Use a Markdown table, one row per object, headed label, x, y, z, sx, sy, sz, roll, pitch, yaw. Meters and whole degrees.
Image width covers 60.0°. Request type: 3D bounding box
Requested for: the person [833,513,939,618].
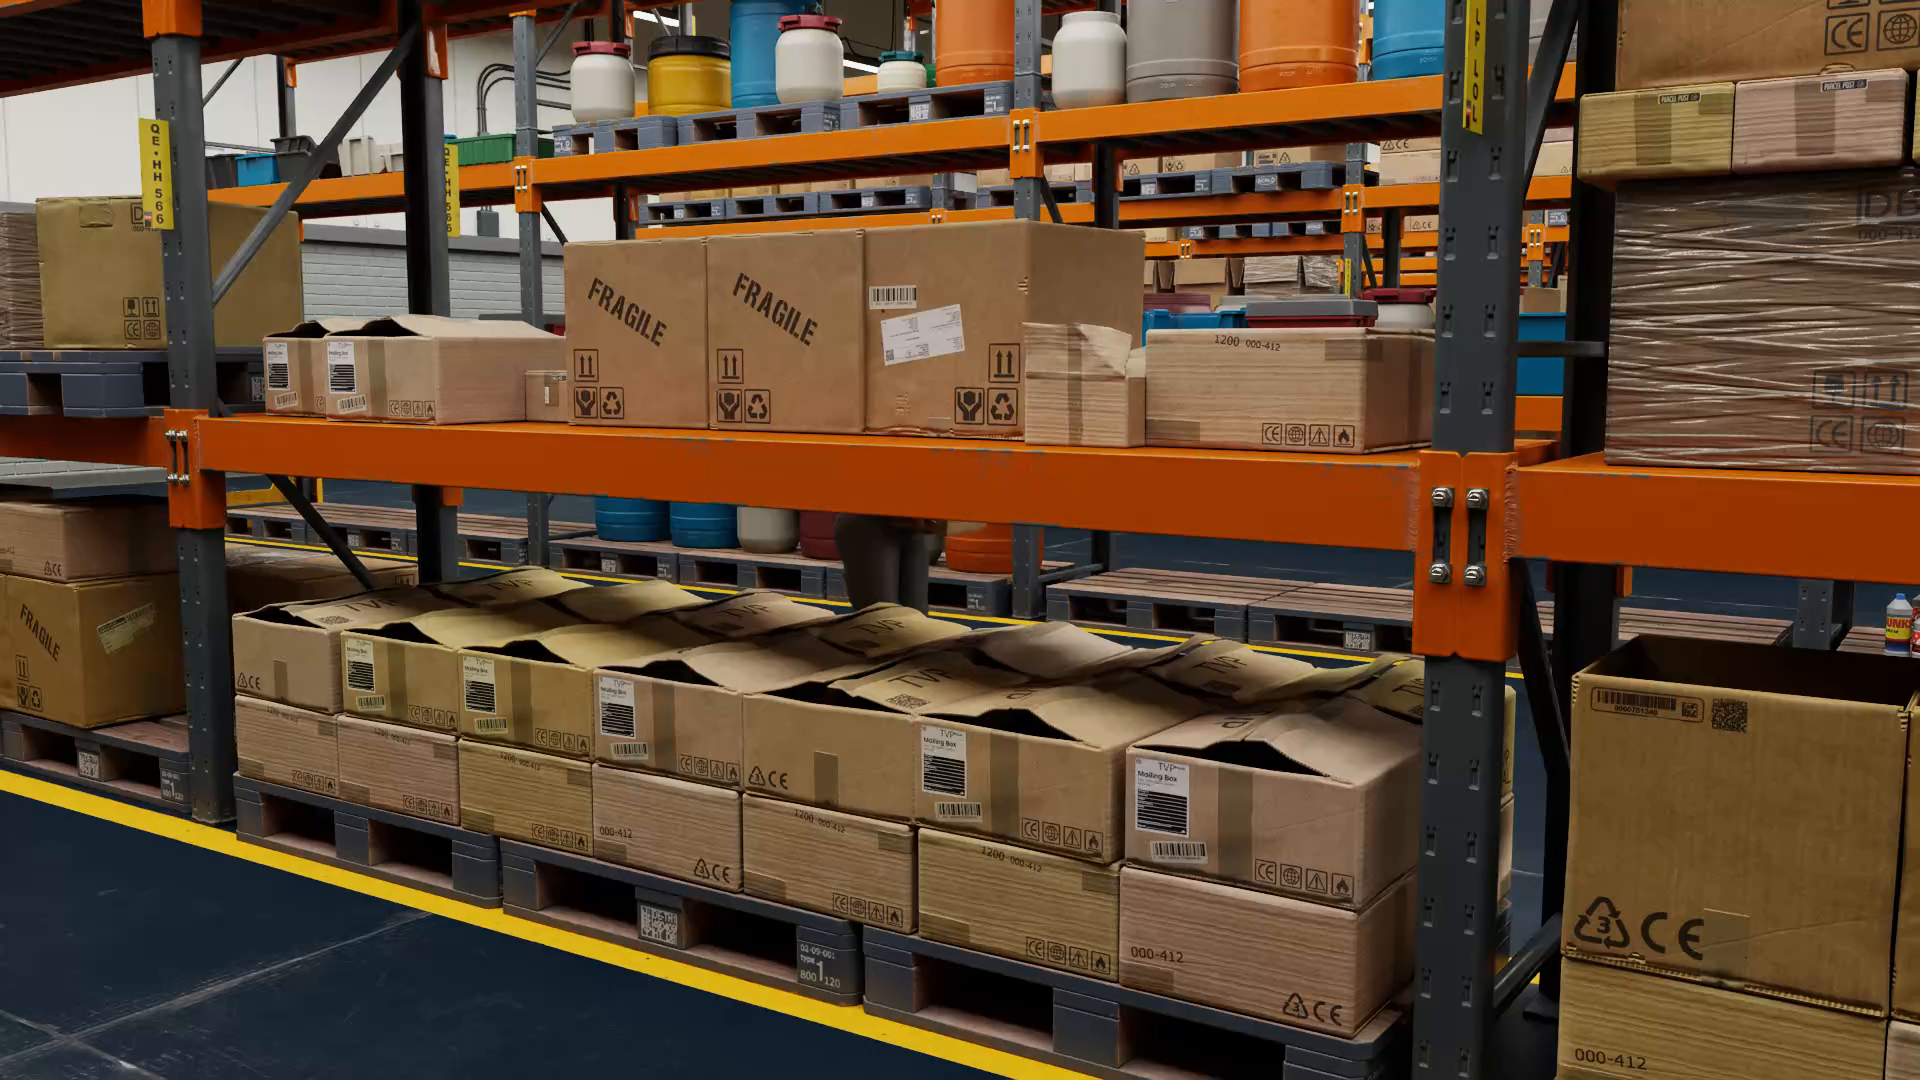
| label | x | y | z | sx | sy | sz | roll | pitch | yaw |
| --- | --- | --- | --- | --- | --- | --- | --- | --- | --- |
| person | -0.216 | -0.013 | 6.171 | 0.512 | 1.649 | 0.452 | 4 | 8 | 34 |
